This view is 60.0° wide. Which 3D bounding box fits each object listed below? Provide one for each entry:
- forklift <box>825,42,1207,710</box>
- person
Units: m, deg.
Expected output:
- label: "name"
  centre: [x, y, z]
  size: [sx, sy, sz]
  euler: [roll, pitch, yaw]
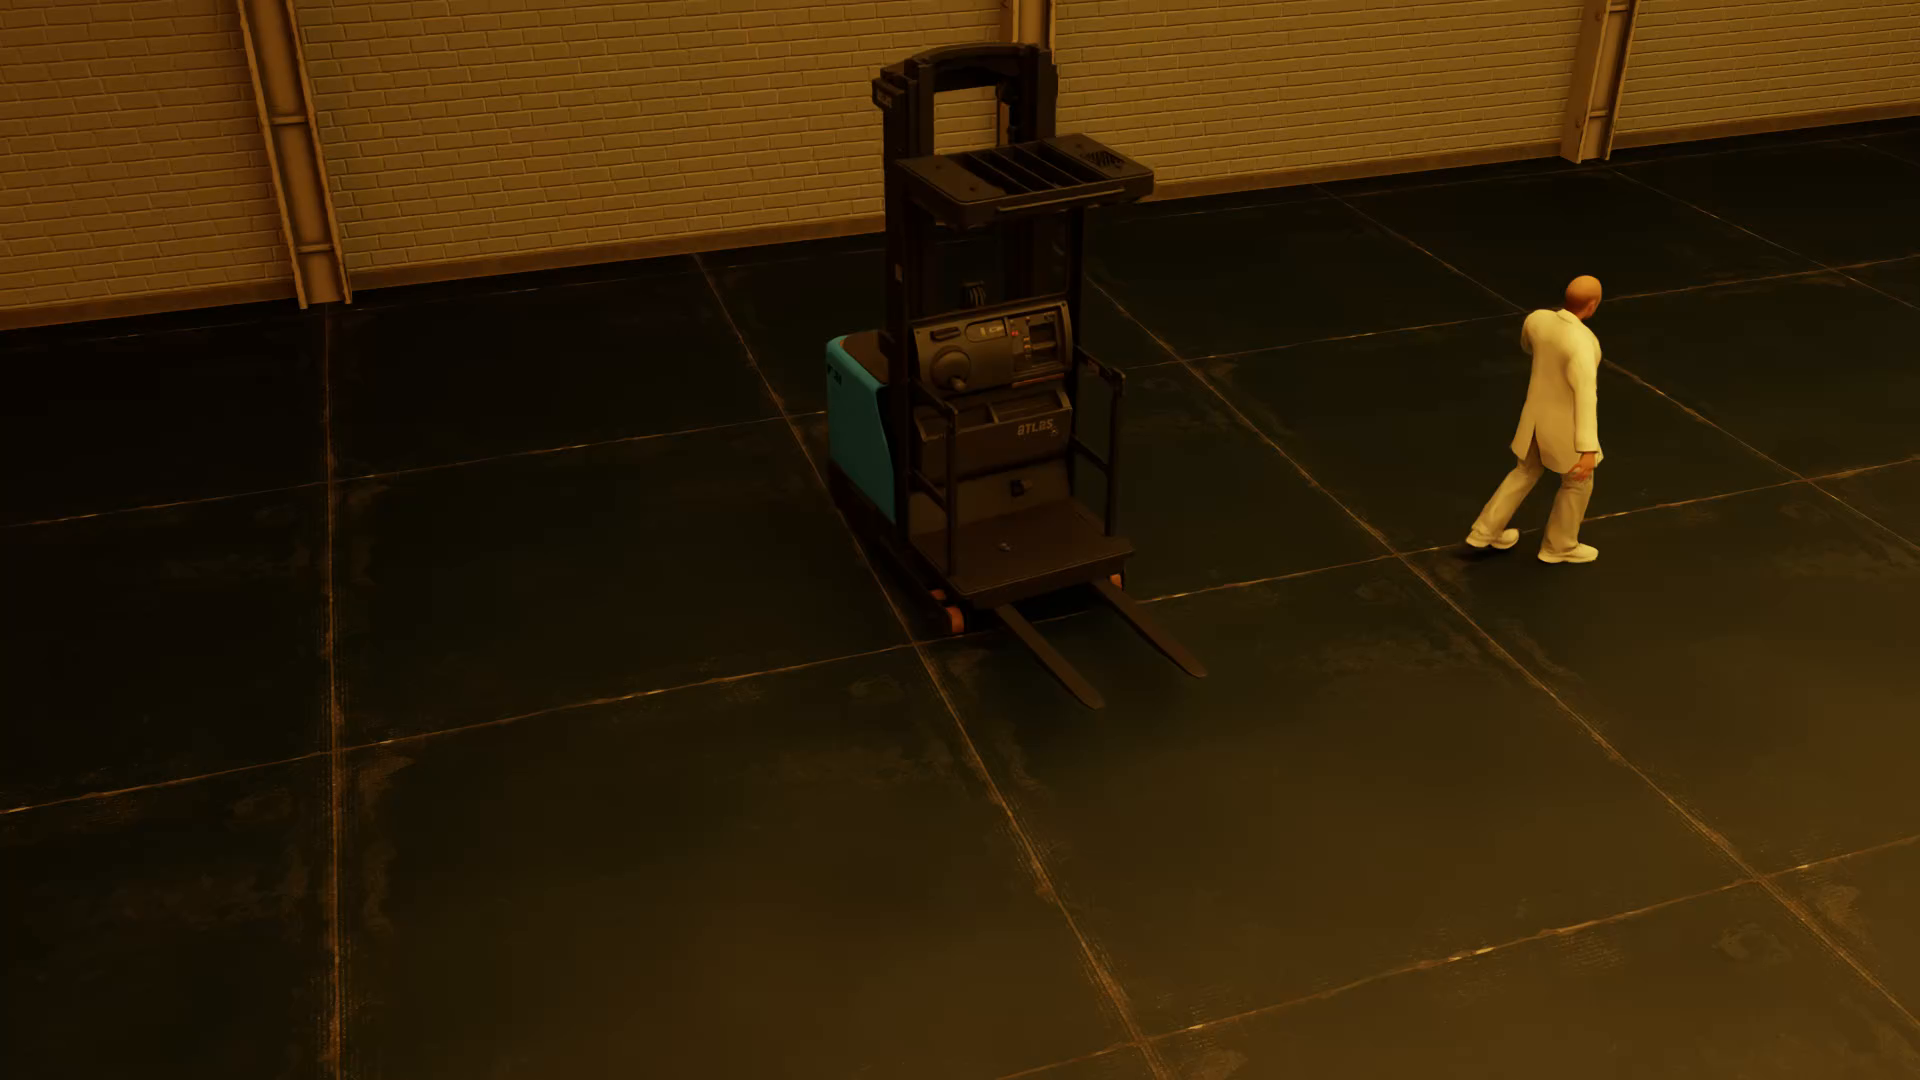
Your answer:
- label: "forklift"
  centre: [0.281, -0.999, 8.823]
  size: [1.130, 2.935, 3.031]
  euler: [-14, 33, -23]
- label: "person"
  centre: [3.393, -0.658, 9.420]
  size: [0.806, 1.760, 0.980]
  euler: [-11, 32, -18]
